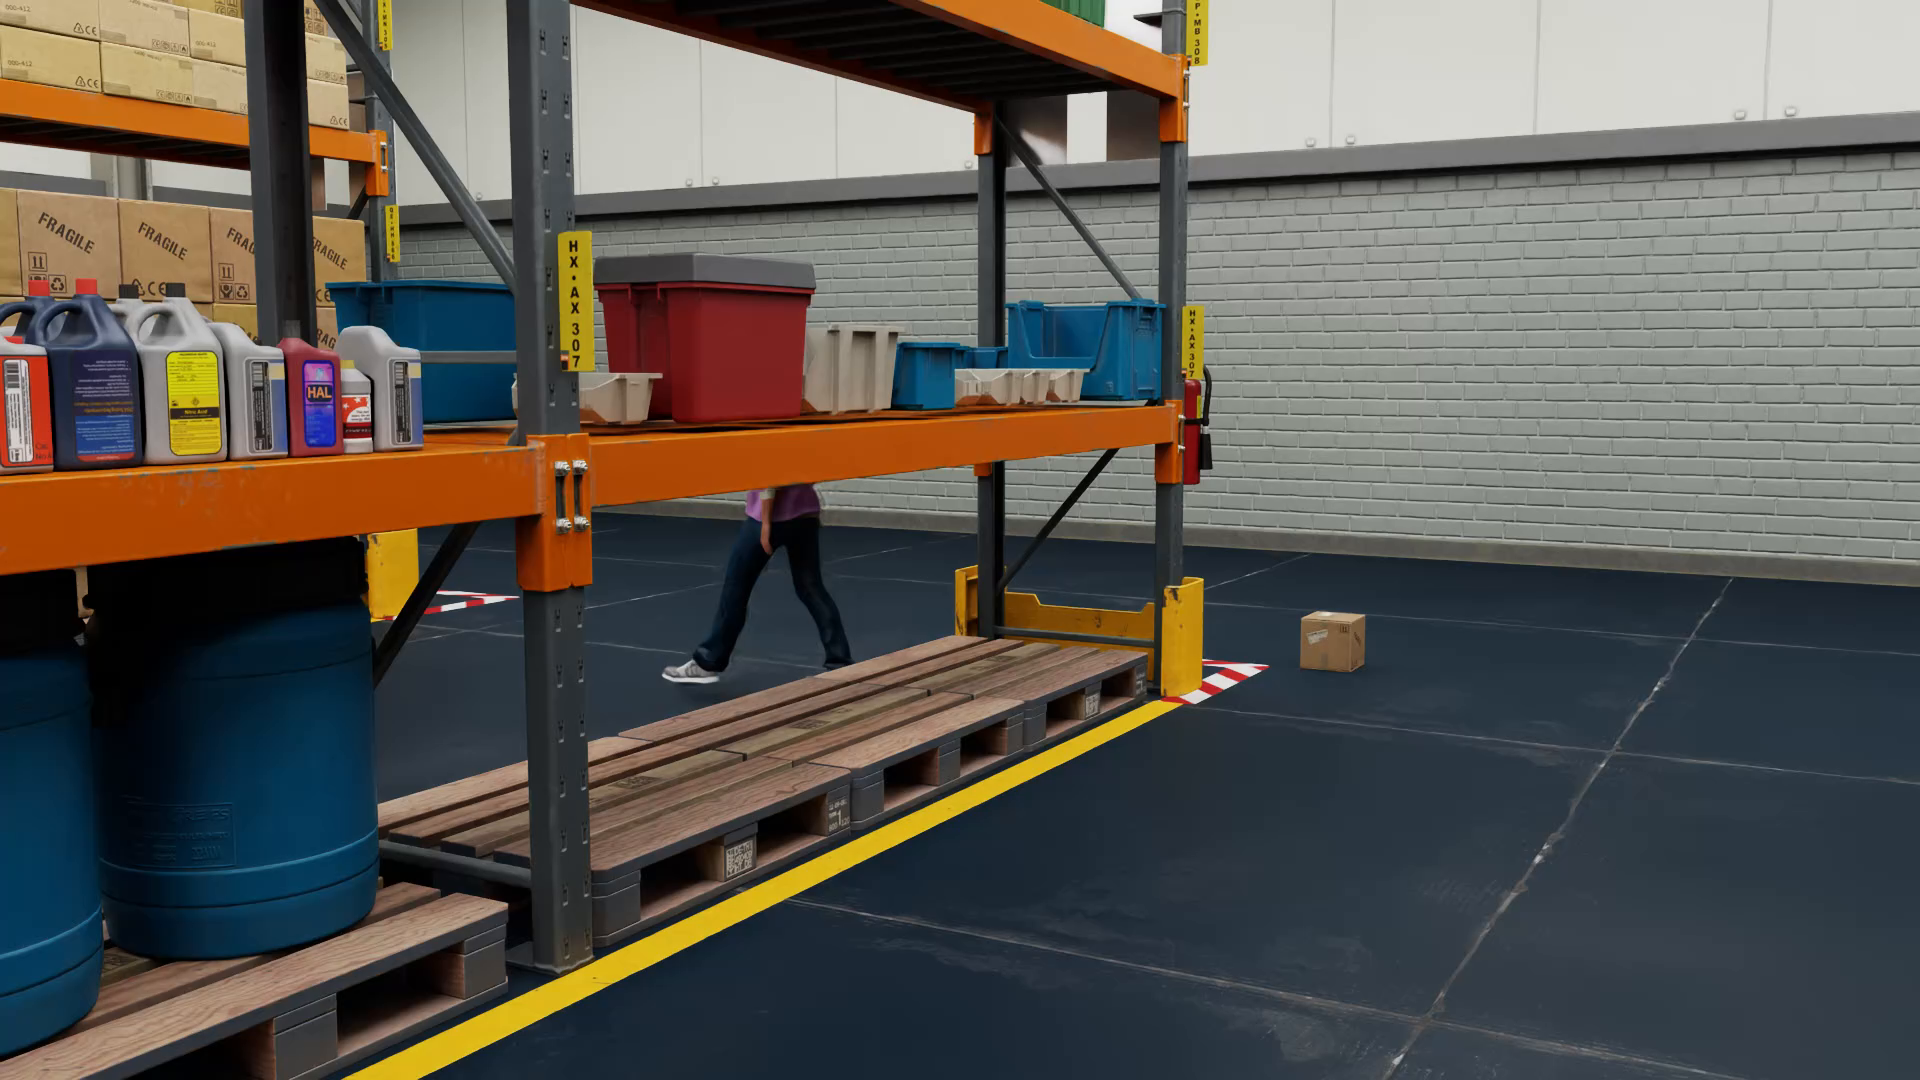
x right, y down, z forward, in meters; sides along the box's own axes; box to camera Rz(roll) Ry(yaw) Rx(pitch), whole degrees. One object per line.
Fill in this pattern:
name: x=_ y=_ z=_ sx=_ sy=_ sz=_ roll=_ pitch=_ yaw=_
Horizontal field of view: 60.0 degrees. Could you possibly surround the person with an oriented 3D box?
person: x=-0.872 y=-0.102 z=7.425 sx=0.884 sy=1.553 sz=0.454 roll=4 pitch=7 yaw=31
